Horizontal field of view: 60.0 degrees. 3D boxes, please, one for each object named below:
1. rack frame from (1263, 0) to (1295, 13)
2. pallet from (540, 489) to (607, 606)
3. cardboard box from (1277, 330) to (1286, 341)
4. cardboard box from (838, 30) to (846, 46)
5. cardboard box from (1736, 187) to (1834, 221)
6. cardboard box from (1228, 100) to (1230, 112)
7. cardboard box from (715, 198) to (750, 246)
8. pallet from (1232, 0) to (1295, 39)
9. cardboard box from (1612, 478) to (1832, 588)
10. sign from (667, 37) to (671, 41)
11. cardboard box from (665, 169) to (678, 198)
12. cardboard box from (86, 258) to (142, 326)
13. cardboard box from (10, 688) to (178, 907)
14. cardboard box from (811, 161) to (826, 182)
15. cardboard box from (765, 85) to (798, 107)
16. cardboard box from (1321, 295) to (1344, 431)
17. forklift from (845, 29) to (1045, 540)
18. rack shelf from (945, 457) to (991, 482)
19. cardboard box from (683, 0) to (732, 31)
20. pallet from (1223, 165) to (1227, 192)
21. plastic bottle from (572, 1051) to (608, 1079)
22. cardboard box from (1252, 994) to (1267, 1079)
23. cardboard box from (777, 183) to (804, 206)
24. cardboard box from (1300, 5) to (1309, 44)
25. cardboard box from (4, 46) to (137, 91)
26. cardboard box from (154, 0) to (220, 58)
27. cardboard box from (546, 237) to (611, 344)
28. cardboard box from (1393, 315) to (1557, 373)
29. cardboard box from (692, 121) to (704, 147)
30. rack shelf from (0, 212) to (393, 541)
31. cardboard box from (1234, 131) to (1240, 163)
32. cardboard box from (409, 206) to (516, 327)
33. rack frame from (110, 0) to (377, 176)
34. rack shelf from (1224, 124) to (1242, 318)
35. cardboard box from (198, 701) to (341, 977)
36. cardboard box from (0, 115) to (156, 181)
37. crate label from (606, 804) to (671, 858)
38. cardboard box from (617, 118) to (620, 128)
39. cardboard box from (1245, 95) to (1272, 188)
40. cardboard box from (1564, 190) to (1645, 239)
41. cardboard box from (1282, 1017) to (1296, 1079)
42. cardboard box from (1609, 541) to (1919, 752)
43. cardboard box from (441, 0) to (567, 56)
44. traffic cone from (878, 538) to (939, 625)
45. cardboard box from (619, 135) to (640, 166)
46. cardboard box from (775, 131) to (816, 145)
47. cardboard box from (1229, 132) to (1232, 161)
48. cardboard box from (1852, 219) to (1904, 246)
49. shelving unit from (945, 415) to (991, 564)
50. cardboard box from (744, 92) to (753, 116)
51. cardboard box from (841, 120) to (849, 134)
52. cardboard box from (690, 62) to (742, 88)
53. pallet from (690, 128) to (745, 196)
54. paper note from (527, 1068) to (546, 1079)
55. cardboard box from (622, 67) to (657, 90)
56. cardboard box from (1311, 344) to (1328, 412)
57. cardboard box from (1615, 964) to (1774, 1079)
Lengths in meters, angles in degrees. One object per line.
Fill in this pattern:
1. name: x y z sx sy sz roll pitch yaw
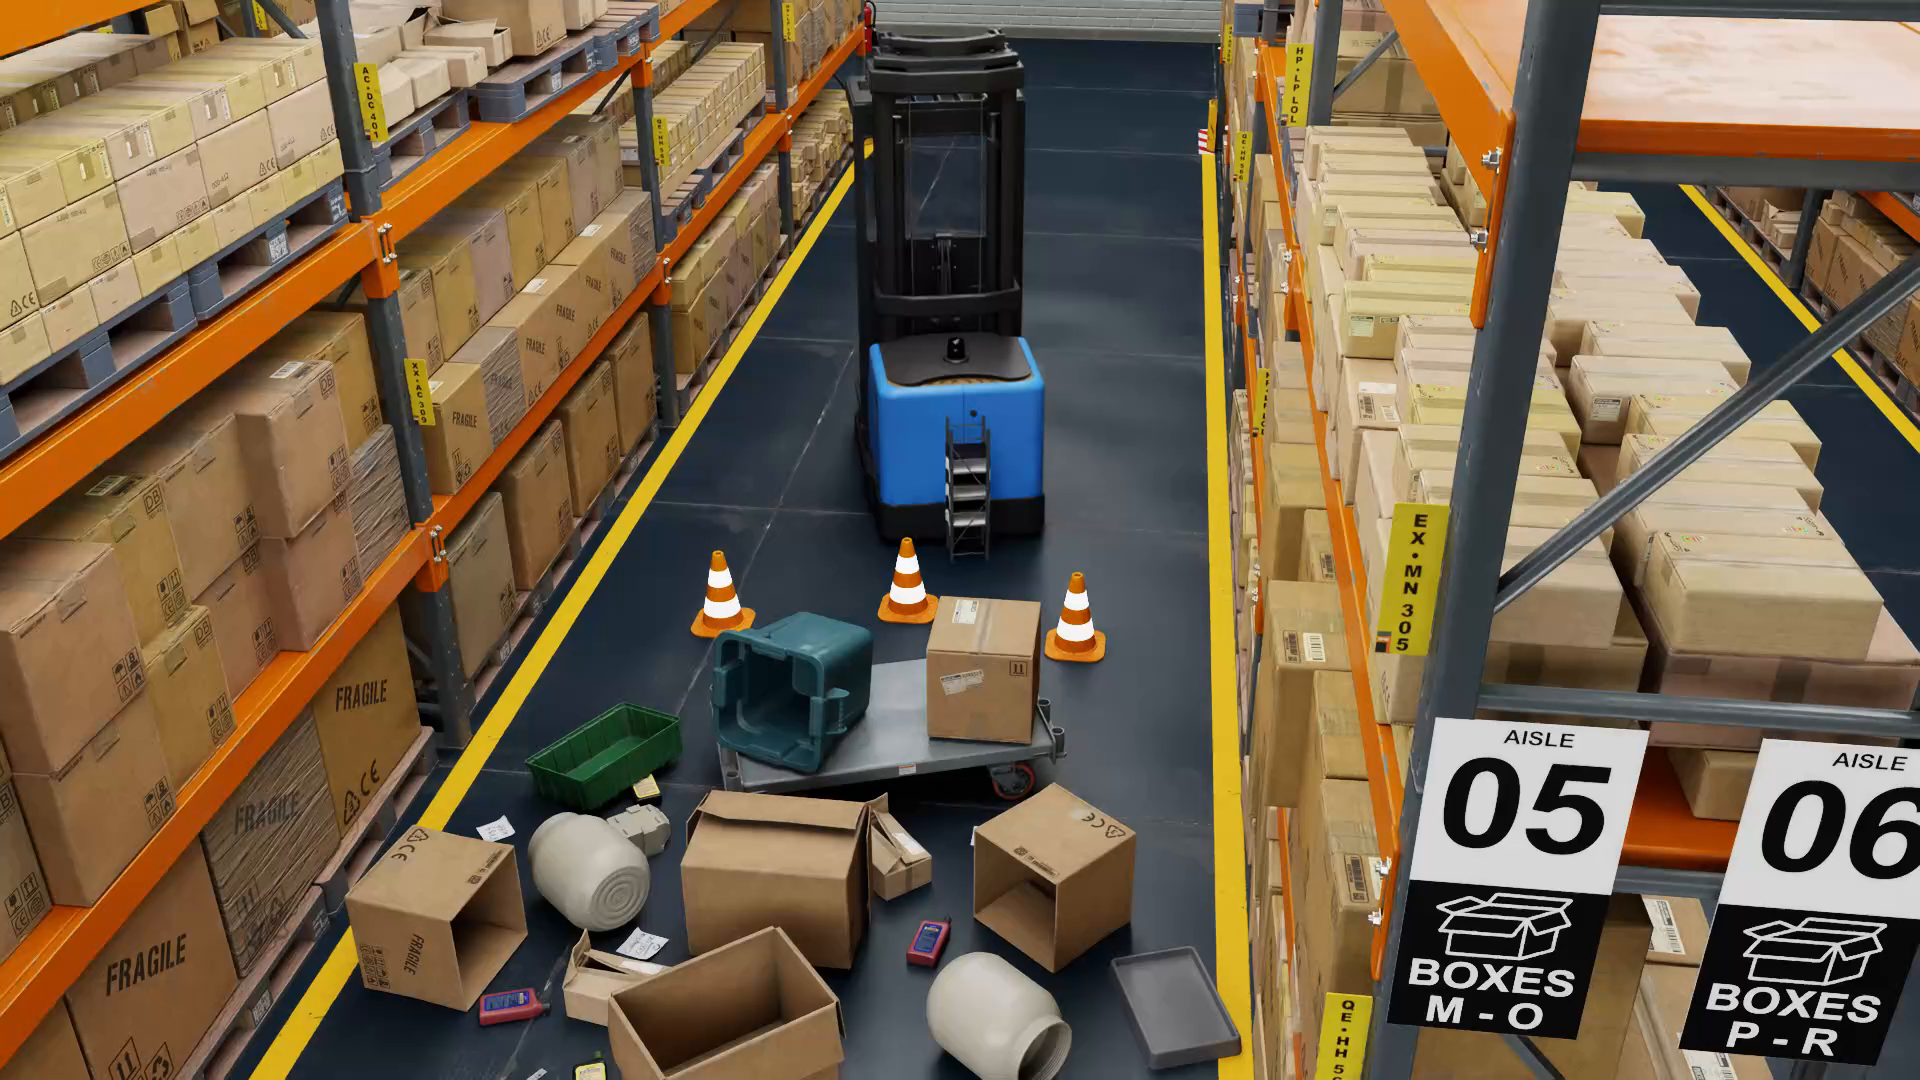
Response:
1. rack frame: 2.381 -4.578 9.552 1.000 3.000 0.127 3 28 6
2. pallet: -2.868 -0.010 10.338 1.003 0.211 1.213 3 28 6
3. cardboard box: 1.720 -0.645 7.714 0.500 0.500 0.500 3 28 5
4. cardboard box: -1.415 -5.307 17.495 0.380 0.149 0.250 4 29 8
5. cardboard box: 7.848 -3.329 15.752 0.700 0.500 0.500 2 28 4
6. cardboard box: 2.674 -4.097 14.879 0.500 0.500 0.500 4 29 7
7. cardboard box: -2.021 -2.618 13.642 0.500 0.250 0.500 2 28 4
8. pallet: 2.407 -3.480 10.876 1.213 0.211 1.003 5 29 9
9. cardboard box: 1.662 -0.007 3.654 0.380 0.149 0.250 3 28 6
10. sign: -2.594 -4.469 14.762 0.100 0.325 0.005 3 28 6
11. cardboard box: -2.256 -2.576 11.984 0.380 0.149 0.250 5 29 9
12. cardboard box: -2.948 -0.824 5.464 0.380 0.149 0.250 3 28 6
13. cardboard box: -3.285 0.829 5.683 0.875 0.550 0.550 3 28 6
14. cardboard box: -1.572 -3.755 16.913 0.380 0.149 0.250 3 28 5
15. cardboard box: -1.695 -4.064 15.187 0.380 0.149 0.250 4 29 8
16. cardboard box: 1.377 -0.532 5.049 0.500 0.250 0.500 4 29 7
17. forklift: -0.163 -1.964 11.098 1.130 2.935 3.031 -3 29 -6
18. rack shelf: 0.046 -0.435 10.091 0.258 0.077 0.200 -3 29 -6
19. cardboard box: -2.265 -4.912 15.024 0.500 0.500 0.500 2 28 4
20. pallet: 3.189 -3.521 16.856 1.003 0.211 1.213 3 28 6
21. plastic bottle: -1.452 2.127 6.529 0.133 0.061 0.283 -6 29 -11
22. cardboard box: 1.363 1.968 6.182 0.500 0.250 0.500 2 28 4
23. cardboard box: -1.692 -3.273 15.704 0.380 0.149 0.250 5 29 9
24. cardboard box: 2.222 -2.583 8.903 0.797 0.503 0.637 3 28 6
25. cardboard box: -3.446 -1.812 6.456 0.380 0.149 0.250 3 28 6
26. cardboard box: -7.034 -4.580 14.718 0.797 0.503 0.637 3 28 5
27. cardboard box: -2.457 -1.523 10.102 0.500 0.500 0.500 3 28 5
28. cardboard box: 1.409 -0.502 4.572 0.380 0.149 0.250 3 28 5
29. cardboard box: -2.163 -3.088 12.619 0.380 0.149 0.250 3 28 6
30. rack shelf: -3.279 -0.357 5.637 1.077 0.370 4.000 3 28 6
31. cardboard box: 2.290 -2.817 12.240 0.500 0.250 0.500 3 28 5
32. cardboard box: -2.856 -1.492 8.990 0.700 0.500 0.500 4 29 7
33. rack frame: -3.034 -2.935 6.503 1.000 3.000 0.127 3 28 6
34. rack shelf: 2.626 -2.562 12.893 1.077 0.370 4.000 3 28 6
35. cardboard box: -3.288 1.173 7.000 0.875 0.875 0.875 4 29 7
36. cardboard box: -2.918 -1.299 5.505 0.380 0.149 0.250 3 28 6
37. crate label: -1.526 1.374 7.847 0.298 0.136 0.250 -17 33 -29
38. cardboard box: -2.811 -3.126 12.690 0.380 0.149 0.250 3 28 6
39. cardboard box: 2.185 -2.680 11.194 0.500 0.500 0.500 3 28 5
40. cardboard box: 2.091 -1.079 5.644 0.380 0.149 0.250 4 29 8
41. cardboard box: 1.218 1.670 5.262 0.380 0.149 0.250 4 29 8
42. cardboard box: 1.727 0.222 3.649 0.500 0.250 0.500 3 28 5
43. cardboard box: -2.479 -2.936 9.013 0.500 0.500 0.500 3 28 6
44. traffic cone: -0.304 0.203 9.677 0.336 0.463 0.334 3 28 6
45. cardboard box: -2.295 -2.721 11.626 0.380 0.149 0.250 3 28 6
46. cardboard box: -1.659 -4.022 16.781 0.380 0.149 0.250 2 28 4
47. cardboard box: 2.415 -3.078 13.251 0.500 0.250 0.500 3 28 6
48. cardboard box: 7.512 -2.493 13.516 0.380 0.149 0.250 2 28 4
49. shelving unit: 0.046 -0.305 10.160 0.258 0.900 0.210 -3 29 -6
50. cardboard box: -1.970 -3.696 14.062 0.380 0.149 0.250 3 28 6
51. cardboard box: -1.407 -4.494 17.970 0.380 0.149 0.250 2 28 4
52. cardboard box: -2.007 -3.824 13.673 0.380 0.149 0.250 3 28 6
53. pallet: -2.342 -3.027 13.200 1.003 0.211 1.213 3 28 6
54. paper note: -1.691 2.132 6.573 0.032 0.001 0.123 20 34 32
55. cardboard box: -2.685 -3.747 13.530 0.380 0.149 0.250 3 28 6
56. cardboard box: 1.364 -0.530 5.465 0.380 0.149 0.250 3 28 5
57. cardboard box: 1.734 1.447 4.274 0.500 0.500 0.500 3 28 5
